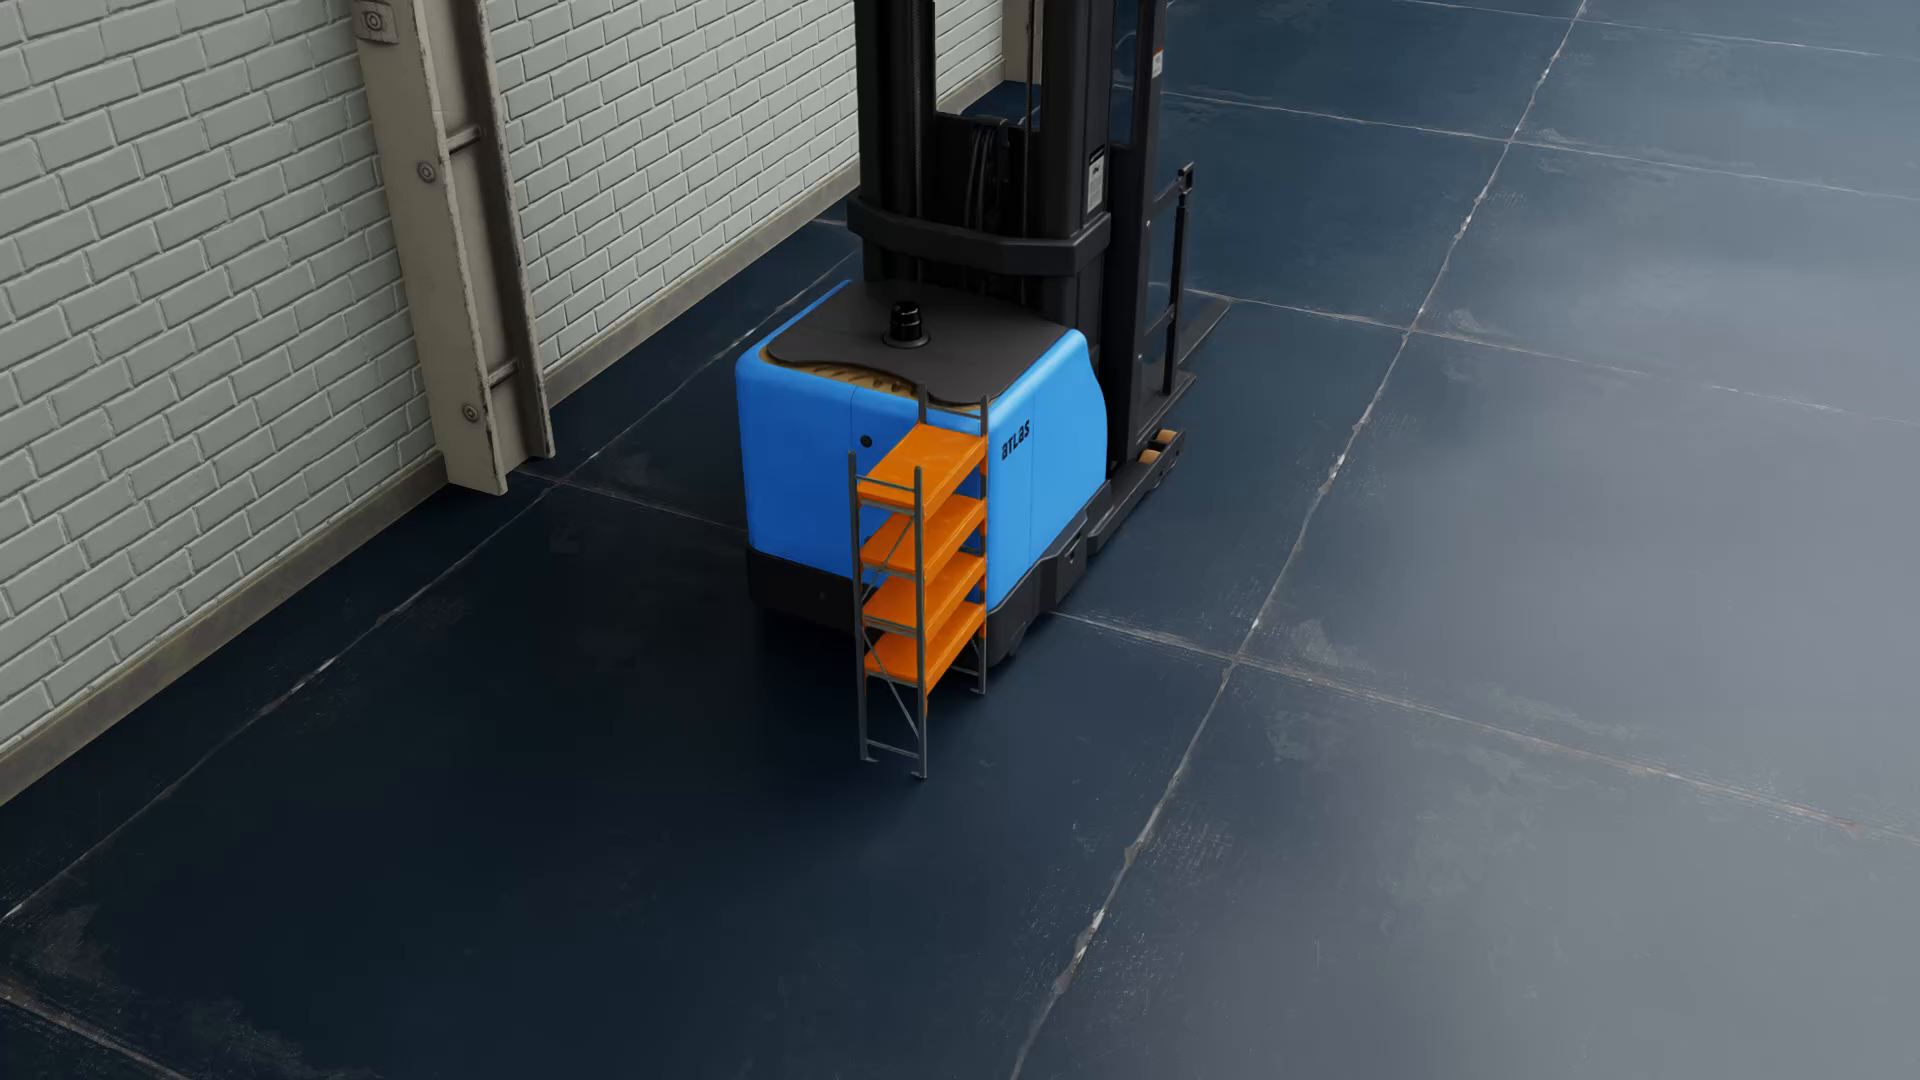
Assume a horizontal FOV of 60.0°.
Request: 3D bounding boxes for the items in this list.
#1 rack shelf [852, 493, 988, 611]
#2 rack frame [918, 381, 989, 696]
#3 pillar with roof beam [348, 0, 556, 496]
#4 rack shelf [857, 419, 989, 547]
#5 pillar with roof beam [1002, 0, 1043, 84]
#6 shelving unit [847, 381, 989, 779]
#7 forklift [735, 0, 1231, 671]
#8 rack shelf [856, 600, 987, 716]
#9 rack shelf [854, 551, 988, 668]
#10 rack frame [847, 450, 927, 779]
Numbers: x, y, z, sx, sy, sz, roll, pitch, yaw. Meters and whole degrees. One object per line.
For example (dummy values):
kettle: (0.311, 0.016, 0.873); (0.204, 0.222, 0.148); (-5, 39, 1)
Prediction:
rack shelf: (-0.123, 0.012, 5.353); (0.258, 0.148, 0.480); (14, 36, 20)
rack frame: (-0.022, 0.021, 5.624); (0.240, 1.200, 0.015); (14, 36, 20)
pillar with roof beam: (1.909, -3.096, 3.264); (9.100, 9.000, 0.400); (14, 36, 20)
rack shelf: (-0.123, -0.186, 5.223); (0.258, 0.148, 0.480); (14, 36, 20)
pillar with roof beam: (4.419, -6.084, 7.822); (9.100, 9.000, 0.400); (14, 36, 20)
shelving unit: (-0.123, 0.142, 5.439); (0.258, 1.200, 0.503); (14, 36, 20)
forklift: (0.326, -1.548, 6.438); (1.130, 2.935, 3.031); (16, 36, 23)
rack shelf: (-0.123, 0.365, 5.584); (0.258, 0.148, 0.480); (14, 36, 20)
rack shelf: (-0.123, 0.199, 5.475); (0.258, 0.148, 0.480); (14, 36, 20)
rack frame: (-0.224, 0.264, 5.253); (0.240, 1.200, 0.015); (14, 36, 20)
